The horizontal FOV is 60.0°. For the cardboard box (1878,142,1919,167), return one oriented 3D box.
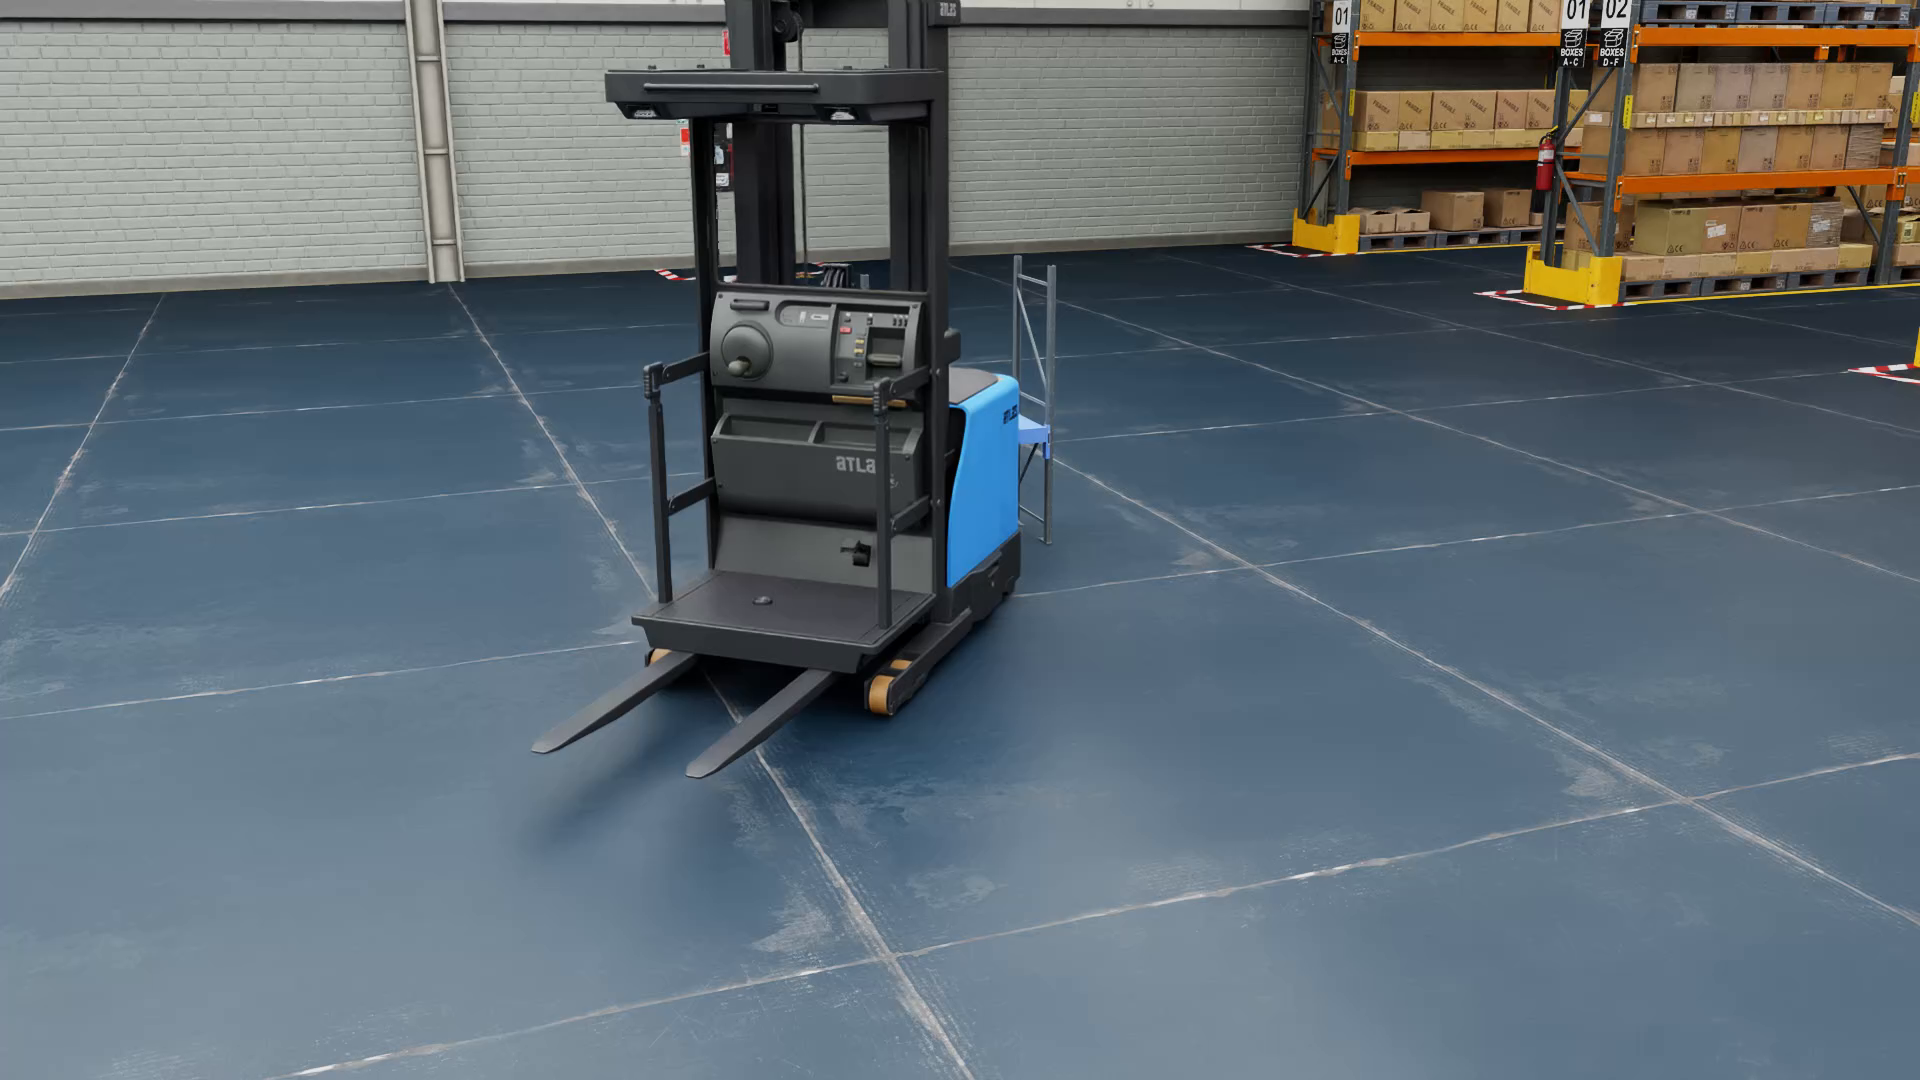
[{"bbox_3d":[10.822,-4.469,19.260,0.500,0.250,0.500,-5,17,-17],"label":"cardboard box"}]

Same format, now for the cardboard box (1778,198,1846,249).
[{"bbox_3d":[9.552,-3.570,18.737,0.500,0.500,0.500,-6,17,-20],"label":"cardboard box"}]

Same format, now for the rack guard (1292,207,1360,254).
[{"bbox_3d":[4.938,-4.188,22.472,0.348,0.500,1.175,-6,17,-20],"label":"rack guard"}]

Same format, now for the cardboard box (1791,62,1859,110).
[{"bbox_3d":[9.495,-5.053,18.501,0.500,0.500,0.700,-6,17,-20],"label":"cardboard box"}]

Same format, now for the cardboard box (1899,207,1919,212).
[{"bbox_3d":[11.604,-3.851,20.029,0.500,0.311,0.500,-6,17,-20],"label":"cardboard box"}]

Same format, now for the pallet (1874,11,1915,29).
[{"bbox_3d":[11.197,-5.920,18.949,1.217,0.209,0.805,-7,18,-22],"label":"pallet"}]

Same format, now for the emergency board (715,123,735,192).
[{"bbox_3d":[-2.713,-4.834,20.235,0.643,1.169,0.194,-6,17,-20],"label":"emergency board"}]

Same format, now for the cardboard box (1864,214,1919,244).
[{"bbox_3d":[10.853,-3.607,19.198,0.500,0.311,0.500,-6,17,-20],"label":"cardboard box"}]

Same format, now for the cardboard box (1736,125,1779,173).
[{"bbox_3d":[8.528,-4.325,18.326,0.500,0.500,0.700,-6,17,-18],"label":"cardboard box"}]

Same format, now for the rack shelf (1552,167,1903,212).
[{"bbox_3d":[8.511,-3.933,18.445,4.000,0.370,1.077,-6,17,-20],"label":"rack shelf"}]

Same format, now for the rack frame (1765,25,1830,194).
[{"bbox_3d":[12.337,-6.186,24.841,0.127,3.000,1.000,-6,17,-20],"label":"rack frame"}]

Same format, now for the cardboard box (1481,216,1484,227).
[{"bbox_3d":[7.102,-4.470,23.276,0.250,0.149,0.380,-8,18,-25],"label":"cardboard box"}]

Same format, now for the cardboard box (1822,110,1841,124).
[{"bbox_3d":[9.481,-4.677,18.373,0.250,0.149,0.380,-6,17,-20],"label":"cardboard box"}]

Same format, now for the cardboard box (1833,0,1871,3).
[{"bbox_3d":[9.814,-6.254,18.578,0.500,0.500,0.500,-5,17,-16],"label":"cardboard box"}]

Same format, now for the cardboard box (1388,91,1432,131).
[{"bbox_3d":[5.885,-5.693,22.062,0.500,0.500,0.500,-6,17,-20],"label":"cardboard box"}]

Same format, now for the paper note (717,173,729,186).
[{"bbox_3d":[-2.903,-4.411,20.360,0.142,0.148,0.016,-6,17,-20],"label":"paper note"}]

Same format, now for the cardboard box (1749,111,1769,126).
[{"bbox_3d":[8.522,-4.574,18.020,0.250,0.149,0.380,-6,17,-20],"label":"cardboard box"}]

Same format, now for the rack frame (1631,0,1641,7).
[{"bbox_3d":[6.643,-6.955,16.812,0.127,3.000,1.000,-6,17,-20],"label":"rack frame"}]

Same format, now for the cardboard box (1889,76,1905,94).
[{"bbox_3d":[13.821,-6.830,24.962,0.500,0.250,0.500,-6,17,-20],"label":"cardboard box"}]

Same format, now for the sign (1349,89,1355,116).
[{"bbox_3d":[5.061,-5.652,21.486,0.005,0.325,0.100,-6,17,-20],"label":"sign"}]

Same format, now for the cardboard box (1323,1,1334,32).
[{"bbox_3d":[5.166,-6.985,22.025,0.500,0.500,0.500,-5,17,-16],"label":"cardboard box"}]

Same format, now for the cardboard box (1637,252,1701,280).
[{"bbox_3d":[7.689,-3.006,18.145,0.500,0.250,0.500,-6,17,-20],"label":"cardboard box"}]

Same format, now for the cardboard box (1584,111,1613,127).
[{"bbox_3d":[6.932,-4.525,17.854,0.250,0.149,0.380,-6,18,-21],"label":"cardboard box"}]

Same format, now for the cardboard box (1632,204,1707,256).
[{"bbox_3d":[7.690,-3.365,18.038,0.500,0.500,0.500,-6,17,-20],"label":"cardboard box"}]

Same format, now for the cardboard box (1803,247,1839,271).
[{"bbox_3d":[9.553,-3.210,18.841,0.500,0.250,0.500,-6,17,-20],"label":"cardboard box"}]

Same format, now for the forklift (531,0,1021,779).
[{"bbox_3d":[-0.676,-0.827,6.713,1.130,2.935,3.031,6,17,19],"label":"forklift"}]

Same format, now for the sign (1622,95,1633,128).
[{"bbox_3d":[6.836,-4.383,17.025,0.005,0.325,0.100,-6,17,-20],"label":"sign"}]

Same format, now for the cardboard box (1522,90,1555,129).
[{"bbox_3d":[7.807,-5.900,22.764,0.500,0.500,0.500,-6,17,-20],"label":"cardboard box"}]

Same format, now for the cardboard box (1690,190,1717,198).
[{"bbox_3d":[10.707,-5.033,24.568,0.500,0.500,0.700,-6,17,-20],"label":"cardboard box"}]

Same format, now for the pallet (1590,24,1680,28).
[{"bbox_3d":[9.217,-7.166,23.188,1.003,0.211,1.213,-6,17,-20],"label":"pallet"}]

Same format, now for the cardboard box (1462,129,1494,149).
[{"bbox_3d":[6.867,-5.439,22.528,0.500,0.250,0.500,-6,17,-20],"label":"cardboard box"}]

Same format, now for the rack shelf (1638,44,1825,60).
[{"bbox_3d":[10.470,-7.079,23.833,4.000,0.370,1.077,-6,17,-20],"label":"rack shelf"}]

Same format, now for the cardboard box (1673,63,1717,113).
[{"bbox_3d":[7.622,-4.851,17.813,0.500,0.500,0.700,-7,18,-22],"label":"cardboard box"}]

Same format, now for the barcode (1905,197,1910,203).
[{"bbox_3d":[10.766,-3.869,18.900,0.075,0.075,0.001,-6,17,-20],"label":"barcode"}]

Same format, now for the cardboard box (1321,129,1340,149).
[{"bbox_3d":[5.234,-5.415,22.447,0.500,0.250,0.500,-6,17,-19],"label":"cardboard box"}]

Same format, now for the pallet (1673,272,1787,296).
[{"bbox_3d":[8.480,-2.949,18.765,1.213,0.211,1.003,-6,17,-20],"label":"pallet"}]

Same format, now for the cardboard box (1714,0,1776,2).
[{"bbox_3d":[8.292,-5.928,17.467,0.500,0.500,0.500,-6,17,-20],"label":"cardboard box"}]

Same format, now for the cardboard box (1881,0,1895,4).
[{"bbox_3d":[13.767,-8.068,24.967,0.500,0.500,0.700,-5,17,-17],"label":"cardboard box"}]

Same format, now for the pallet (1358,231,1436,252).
[{"bbox_3d":[5.709,-4.122,22.760,1.213,0.211,1.003,-6,17,-20],"label":"pallet"}]

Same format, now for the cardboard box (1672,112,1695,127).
[{"bbox_3d":[7.566,-4.471,17.671,0.250,0.149,0.380,-6,17,-20],"label":"cardboard box"}]

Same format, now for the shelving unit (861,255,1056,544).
[{"bbox_3d":[-0.080,-0.711,8.858,1.048,1.500,0.538,-6,17,-20],"label":"shelving unit"}]

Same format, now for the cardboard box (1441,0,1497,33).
[{"bbox_3d":[6.759,-7.002,22.083,0.500,0.500,0.500,-5,17,-17],"label":"cardboard box"}]

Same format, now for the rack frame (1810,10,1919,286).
[{"bbox_3d":[10.378,-4.480,19.030,0.127,3.000,1.000,-6,17,-20],"label":"rack frame"}]

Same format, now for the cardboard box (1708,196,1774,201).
[{"bbox_3d":[8.899,-3.657,19.031,0.500,0.500,0.500,-6,17,-20],"label":"cardboard box"}]

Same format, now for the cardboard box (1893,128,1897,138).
[{"bbox_3d":[14.156,-6.205,25.315,0.250,0.149,0.380,-6,17,-20],"label":"cardboard box"}]
